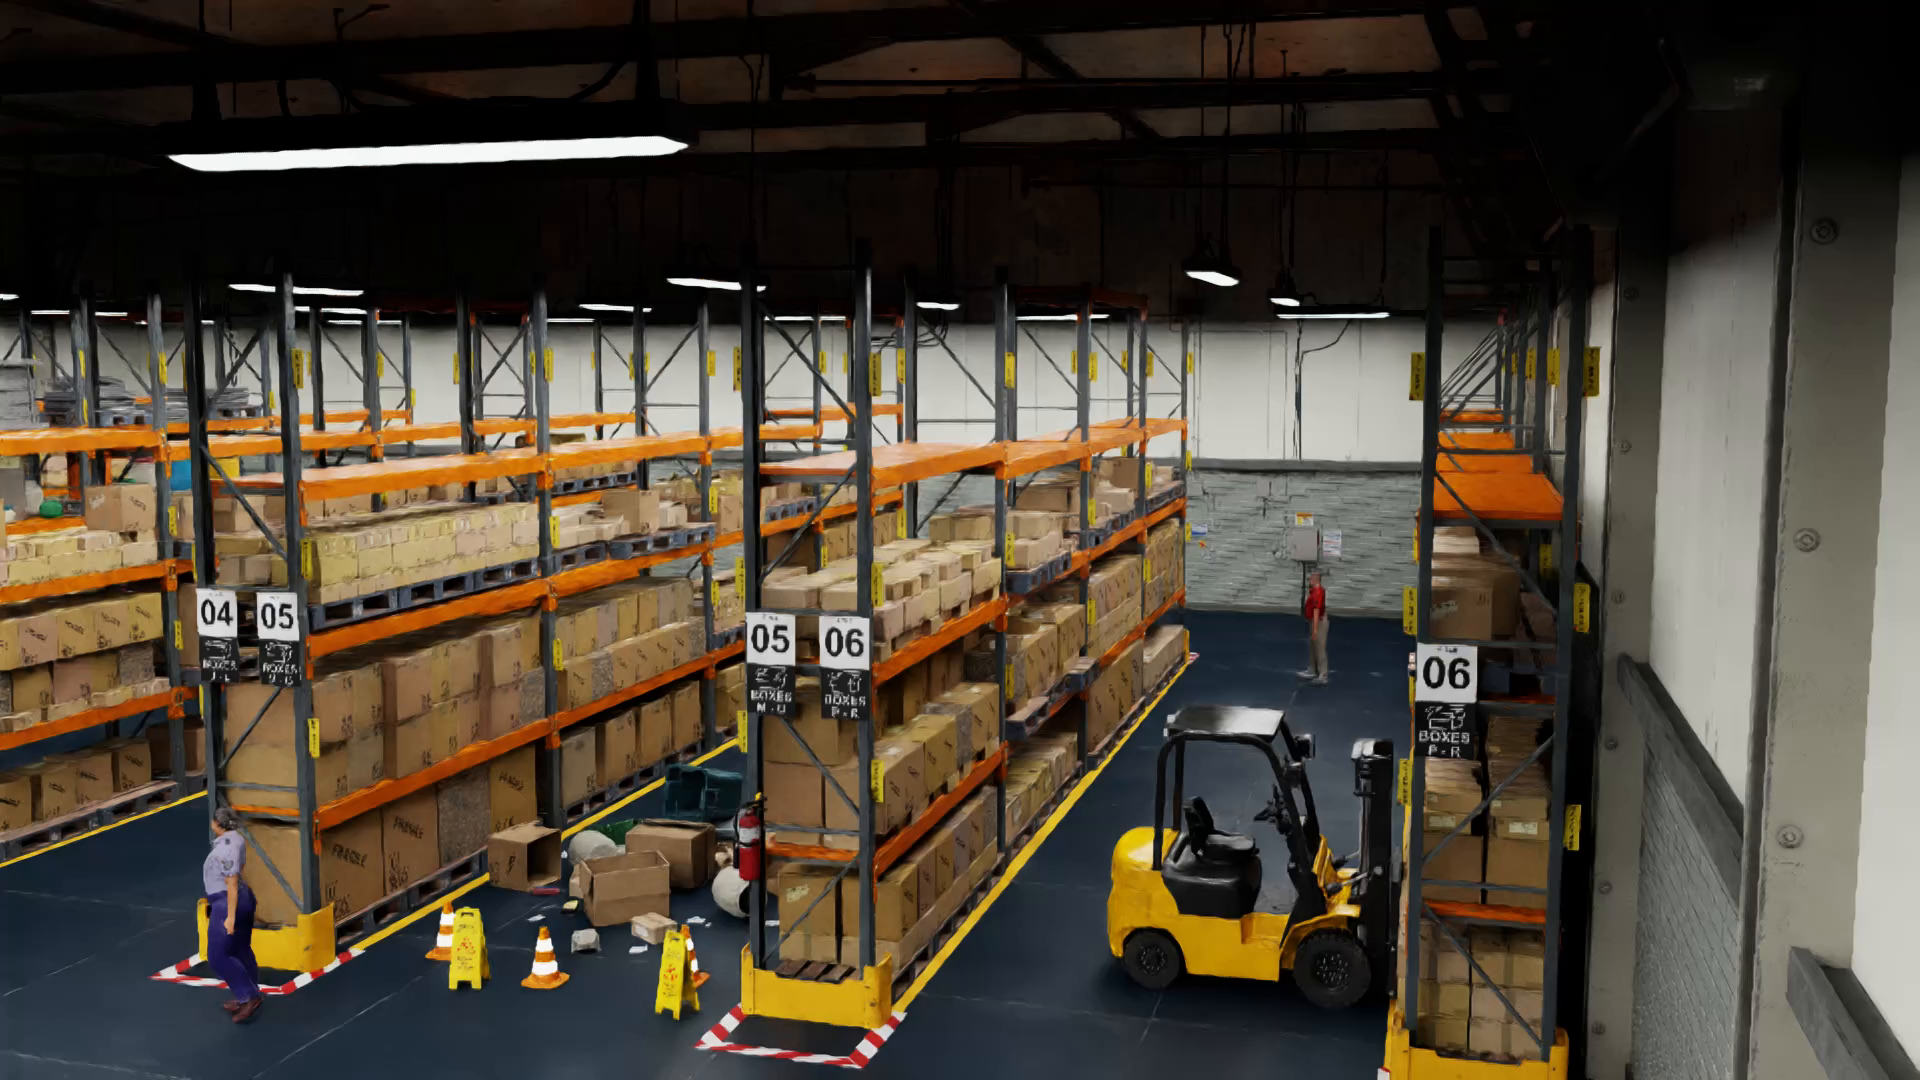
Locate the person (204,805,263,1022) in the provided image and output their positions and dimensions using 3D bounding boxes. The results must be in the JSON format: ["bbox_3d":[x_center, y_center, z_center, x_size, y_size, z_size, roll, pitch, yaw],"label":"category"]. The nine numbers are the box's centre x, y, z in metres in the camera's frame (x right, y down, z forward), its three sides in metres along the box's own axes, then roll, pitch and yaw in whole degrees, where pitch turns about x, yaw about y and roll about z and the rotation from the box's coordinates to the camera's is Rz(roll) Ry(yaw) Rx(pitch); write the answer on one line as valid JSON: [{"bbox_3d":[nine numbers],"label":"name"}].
[{"bbox_3d":[-5.700,2.894,13.009,0.381,1.642,0.604,-2,7,-15],"label":"person"}]

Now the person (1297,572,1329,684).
[{"bbox_3d":[5.587,1.358,26.239,0.534,1.730,0.723,2,7,17],"label":"person"}]
